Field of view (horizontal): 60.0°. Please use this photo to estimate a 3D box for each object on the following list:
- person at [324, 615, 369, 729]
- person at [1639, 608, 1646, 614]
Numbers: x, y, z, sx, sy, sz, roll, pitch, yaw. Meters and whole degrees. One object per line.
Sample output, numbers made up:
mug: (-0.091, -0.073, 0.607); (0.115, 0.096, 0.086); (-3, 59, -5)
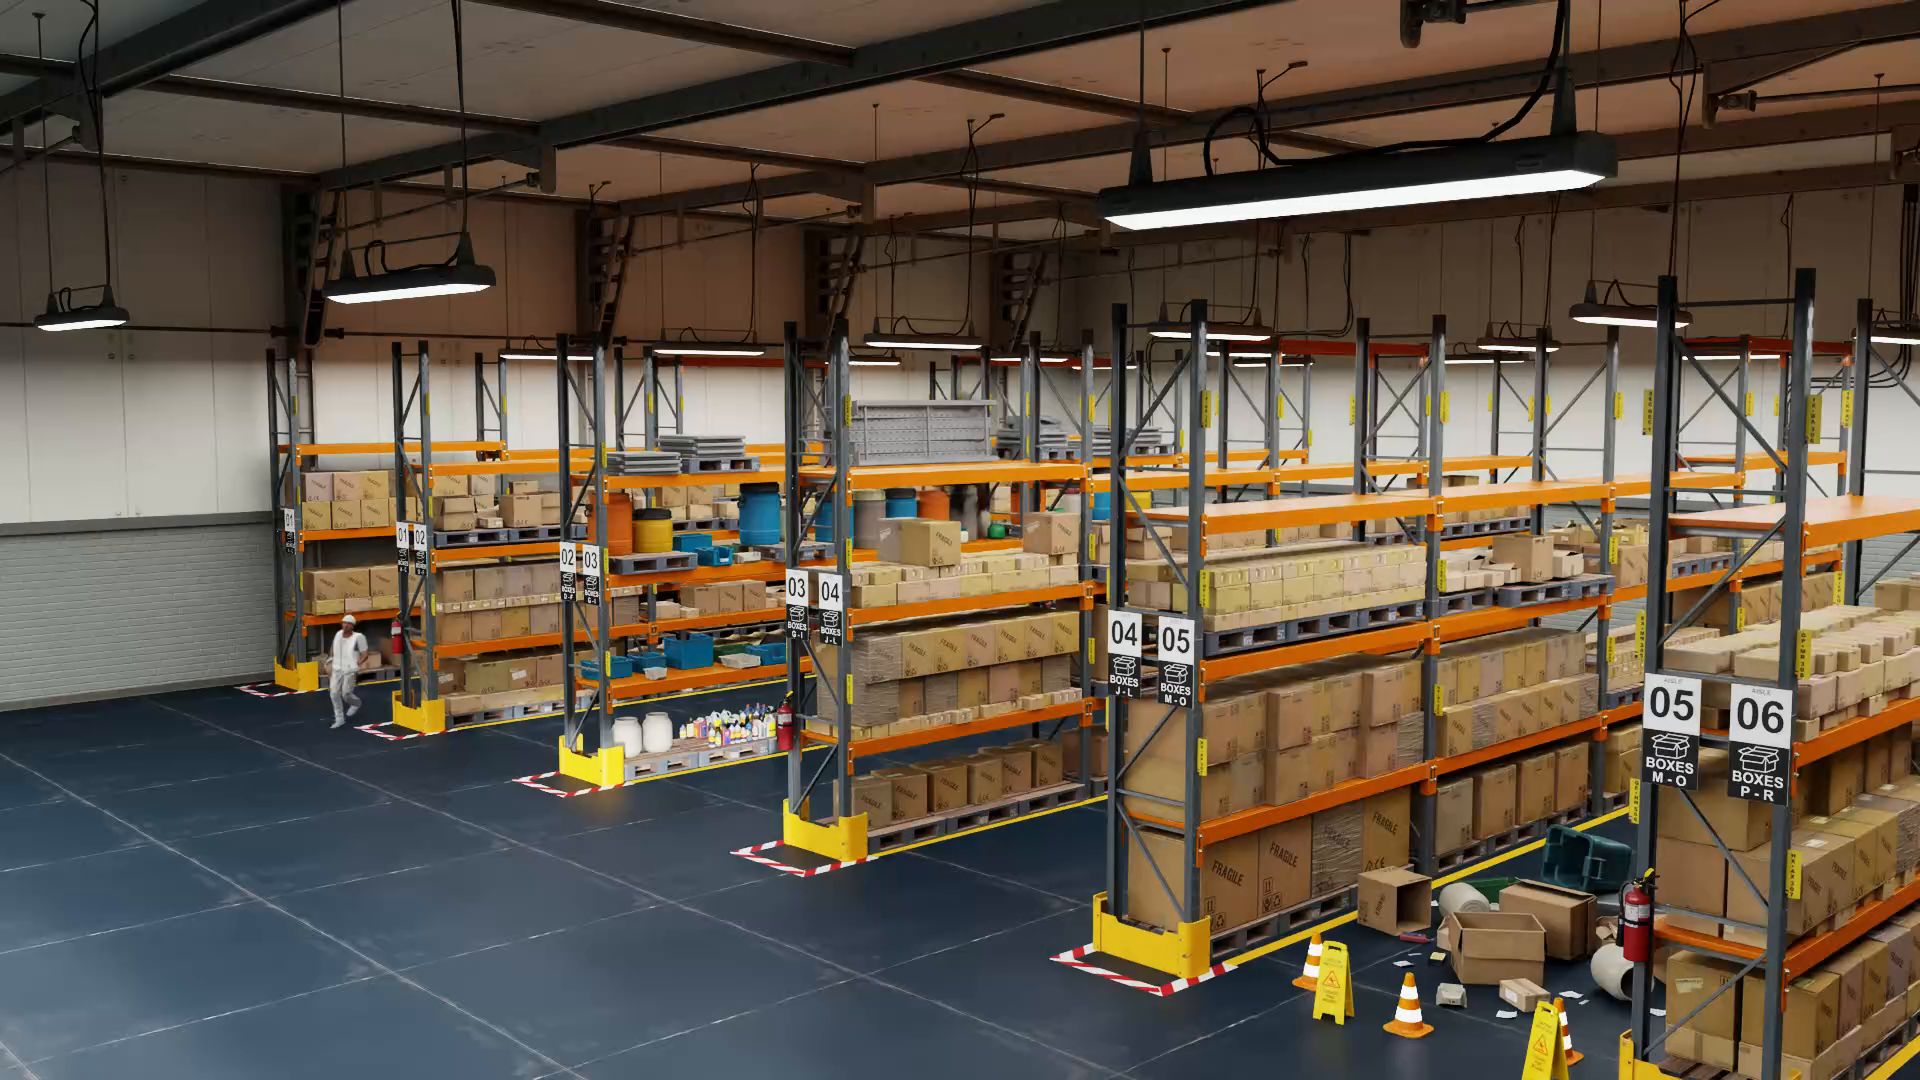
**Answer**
person: (-9.604, 2.039, 26.160); (0.710, 1.756, 0.719); (1, 5, 10)
person: (10.959, 2.001, 26.570); (0.756, 1.846, 0.720); (-3, 6, -34)
